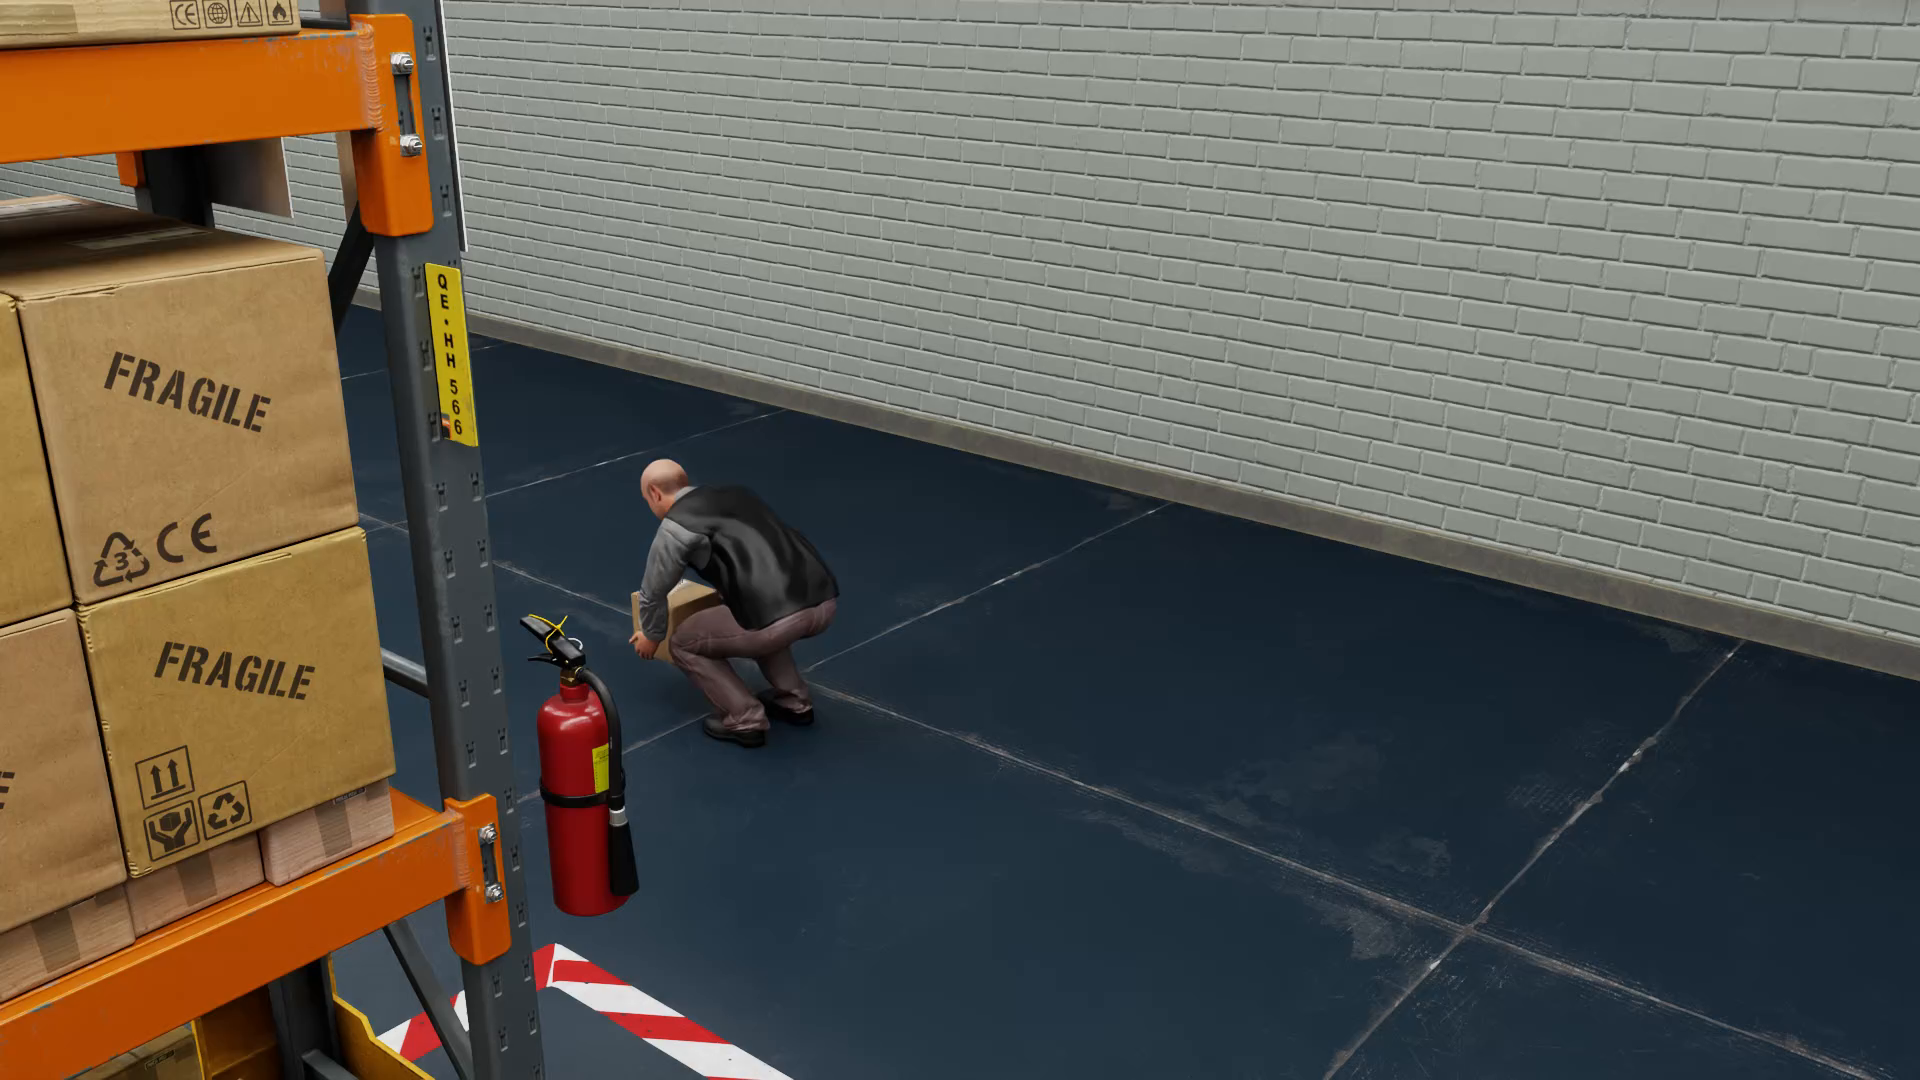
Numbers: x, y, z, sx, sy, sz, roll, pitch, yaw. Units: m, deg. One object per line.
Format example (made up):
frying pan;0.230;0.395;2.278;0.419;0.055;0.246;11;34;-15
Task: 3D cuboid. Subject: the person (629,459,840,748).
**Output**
person;-0.892;0.237;6.458;0.847;1.042;0.551;16;25;36
